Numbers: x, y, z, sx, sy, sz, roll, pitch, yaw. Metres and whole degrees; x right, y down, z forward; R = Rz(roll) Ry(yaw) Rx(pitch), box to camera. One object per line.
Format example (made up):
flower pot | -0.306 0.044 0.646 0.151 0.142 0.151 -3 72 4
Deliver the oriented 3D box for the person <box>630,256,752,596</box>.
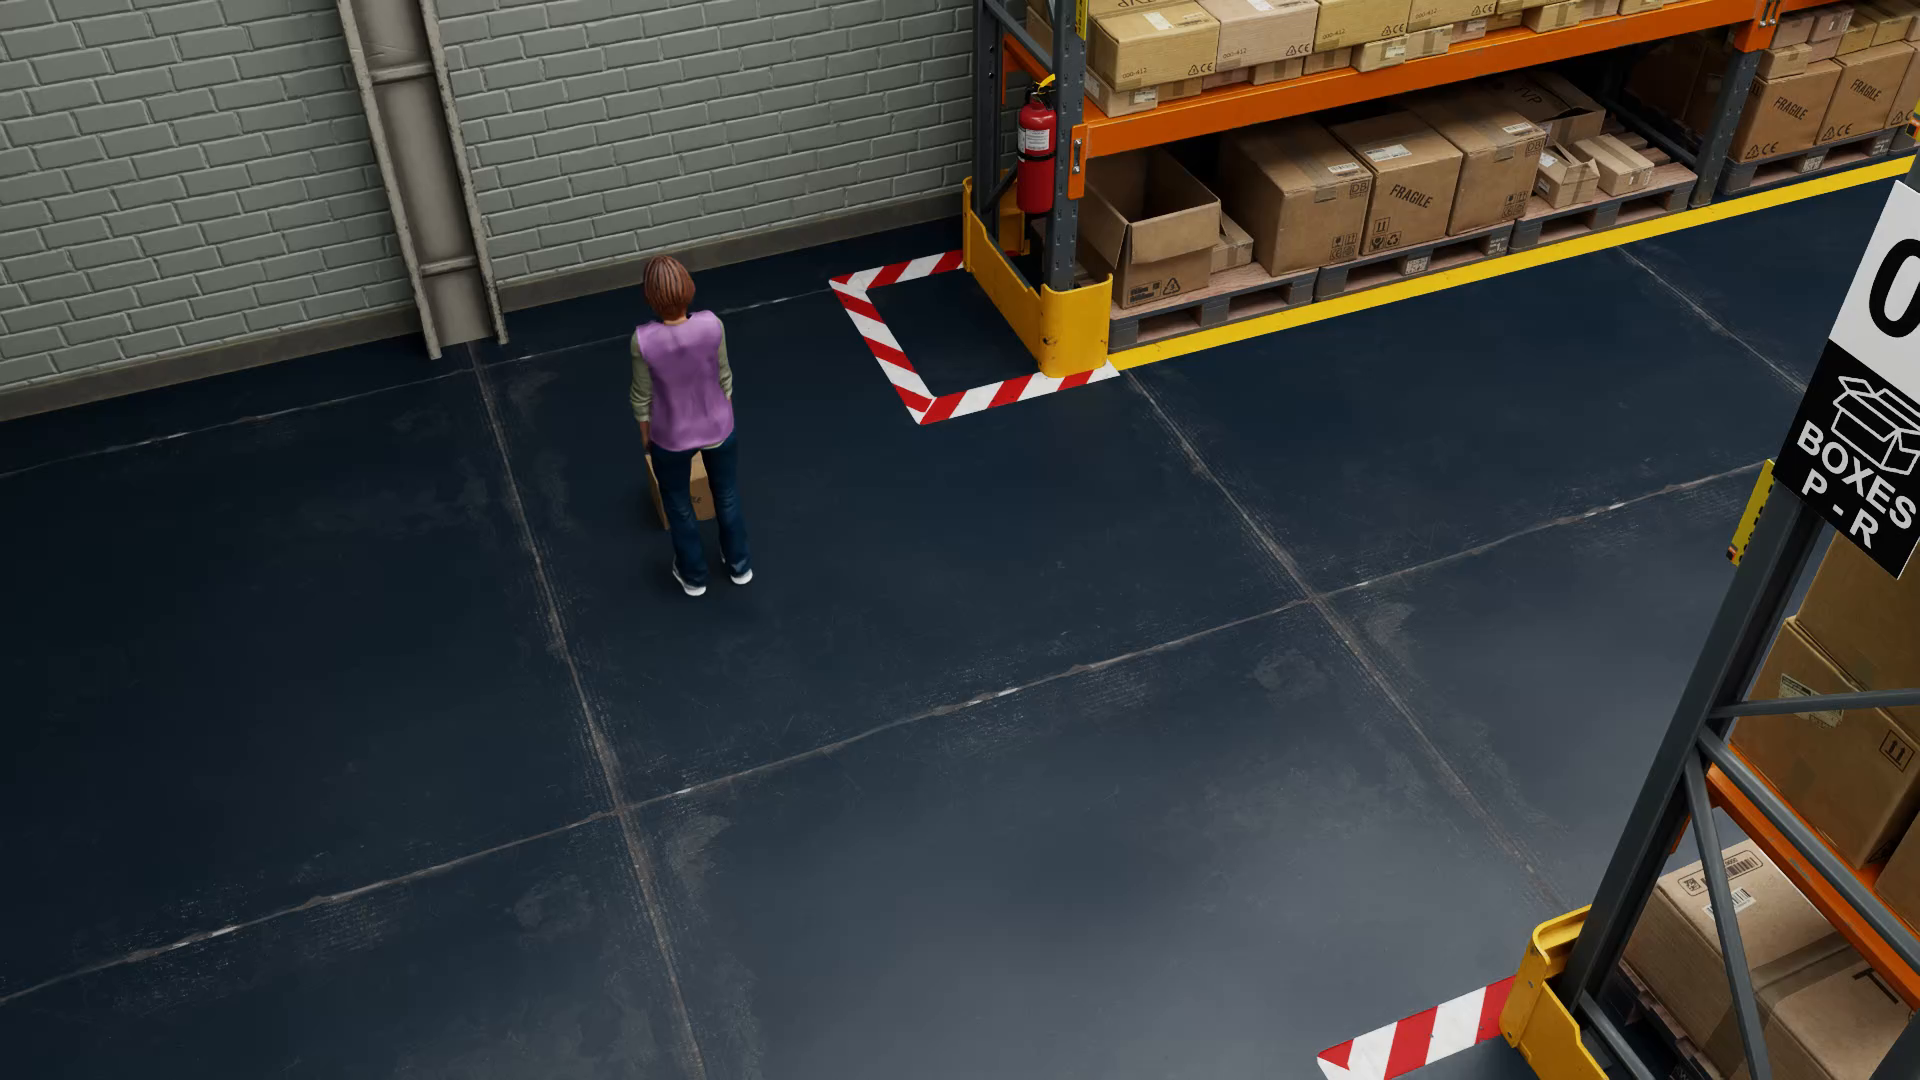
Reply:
person | -1.089 -0.429 6.645 0.407 1.594 0.299 -15 44 -16
